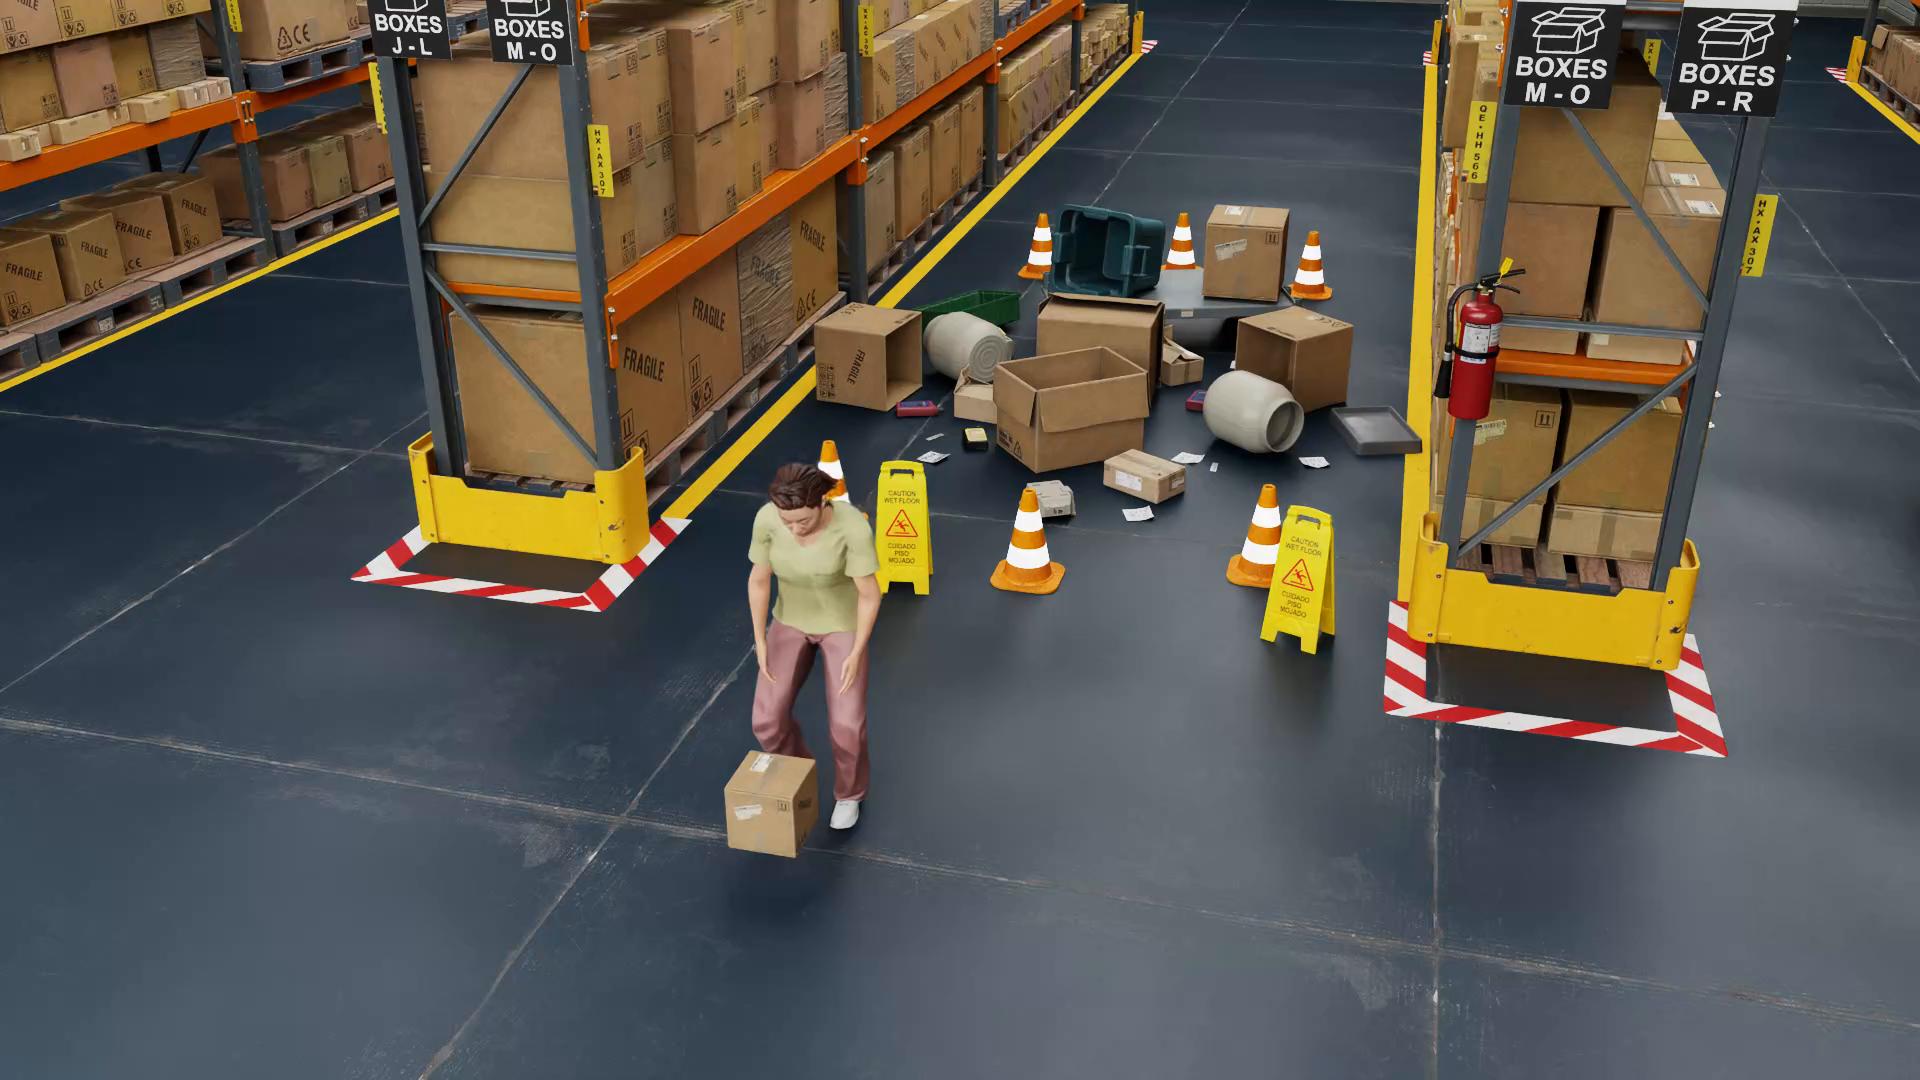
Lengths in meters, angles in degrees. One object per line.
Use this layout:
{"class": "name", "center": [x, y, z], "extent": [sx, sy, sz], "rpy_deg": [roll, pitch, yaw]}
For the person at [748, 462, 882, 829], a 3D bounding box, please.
{"class": "person", "center": [-0.514, 0.361, 6.047], "extent": [0.498, 1.515, 0.533], "rpy_deg": [7, 26, 14]}
